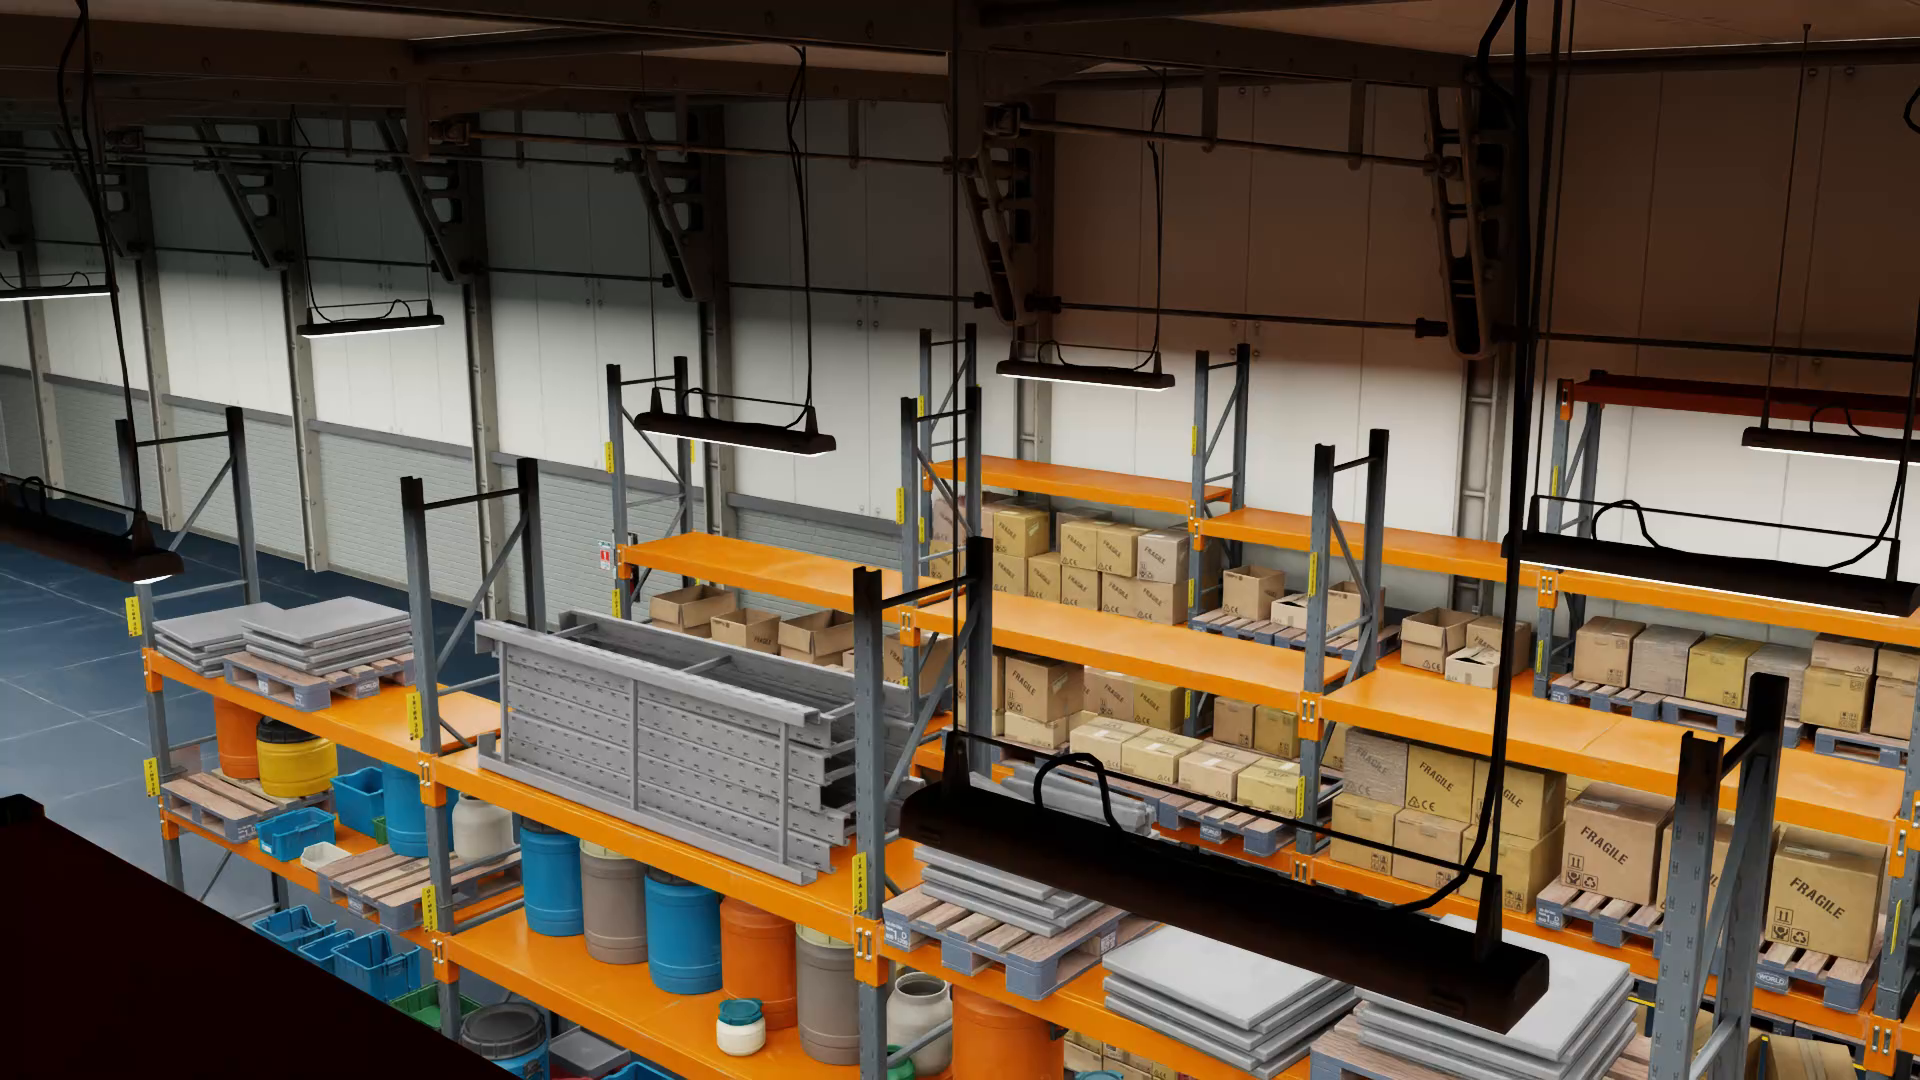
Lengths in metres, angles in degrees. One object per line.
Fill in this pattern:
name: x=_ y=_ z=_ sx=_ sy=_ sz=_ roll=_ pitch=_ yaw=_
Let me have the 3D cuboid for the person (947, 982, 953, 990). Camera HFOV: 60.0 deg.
person: x=-0.058 y=4.194 z=14.060 sx=0.969 sy=1.538 sz=0.397 roll=10 pitch=16 yaw=37
